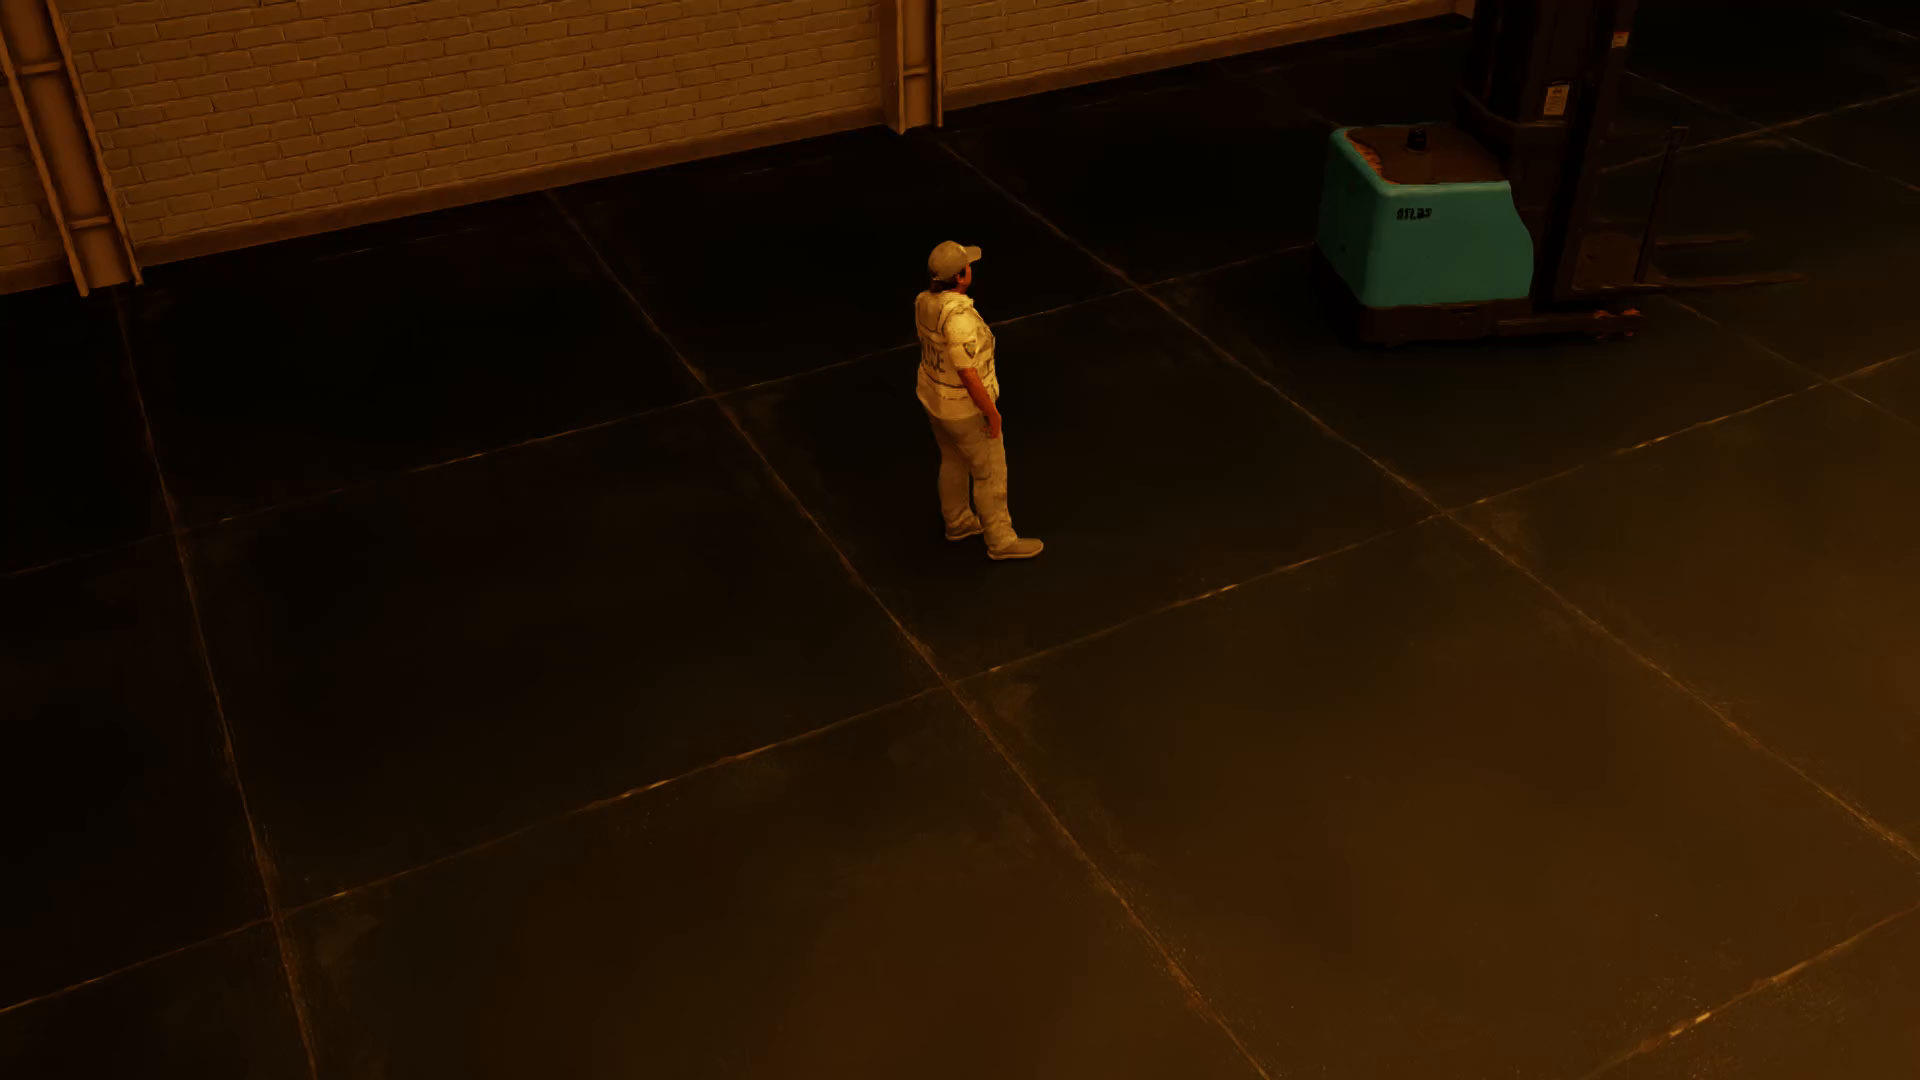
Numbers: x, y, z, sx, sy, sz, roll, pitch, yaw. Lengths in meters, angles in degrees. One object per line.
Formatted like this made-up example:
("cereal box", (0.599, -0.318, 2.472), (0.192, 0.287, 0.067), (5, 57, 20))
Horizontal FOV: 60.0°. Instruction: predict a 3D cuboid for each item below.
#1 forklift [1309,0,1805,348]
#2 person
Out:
("forklift", (3.874, -2.768, 10.038), (3.031, 2.935, 1.130), (-5, 36, -7))
("person", (0.078, -0.696, 8.190), (0.529, 1.669, 0.598), (-17, 39, -23))
